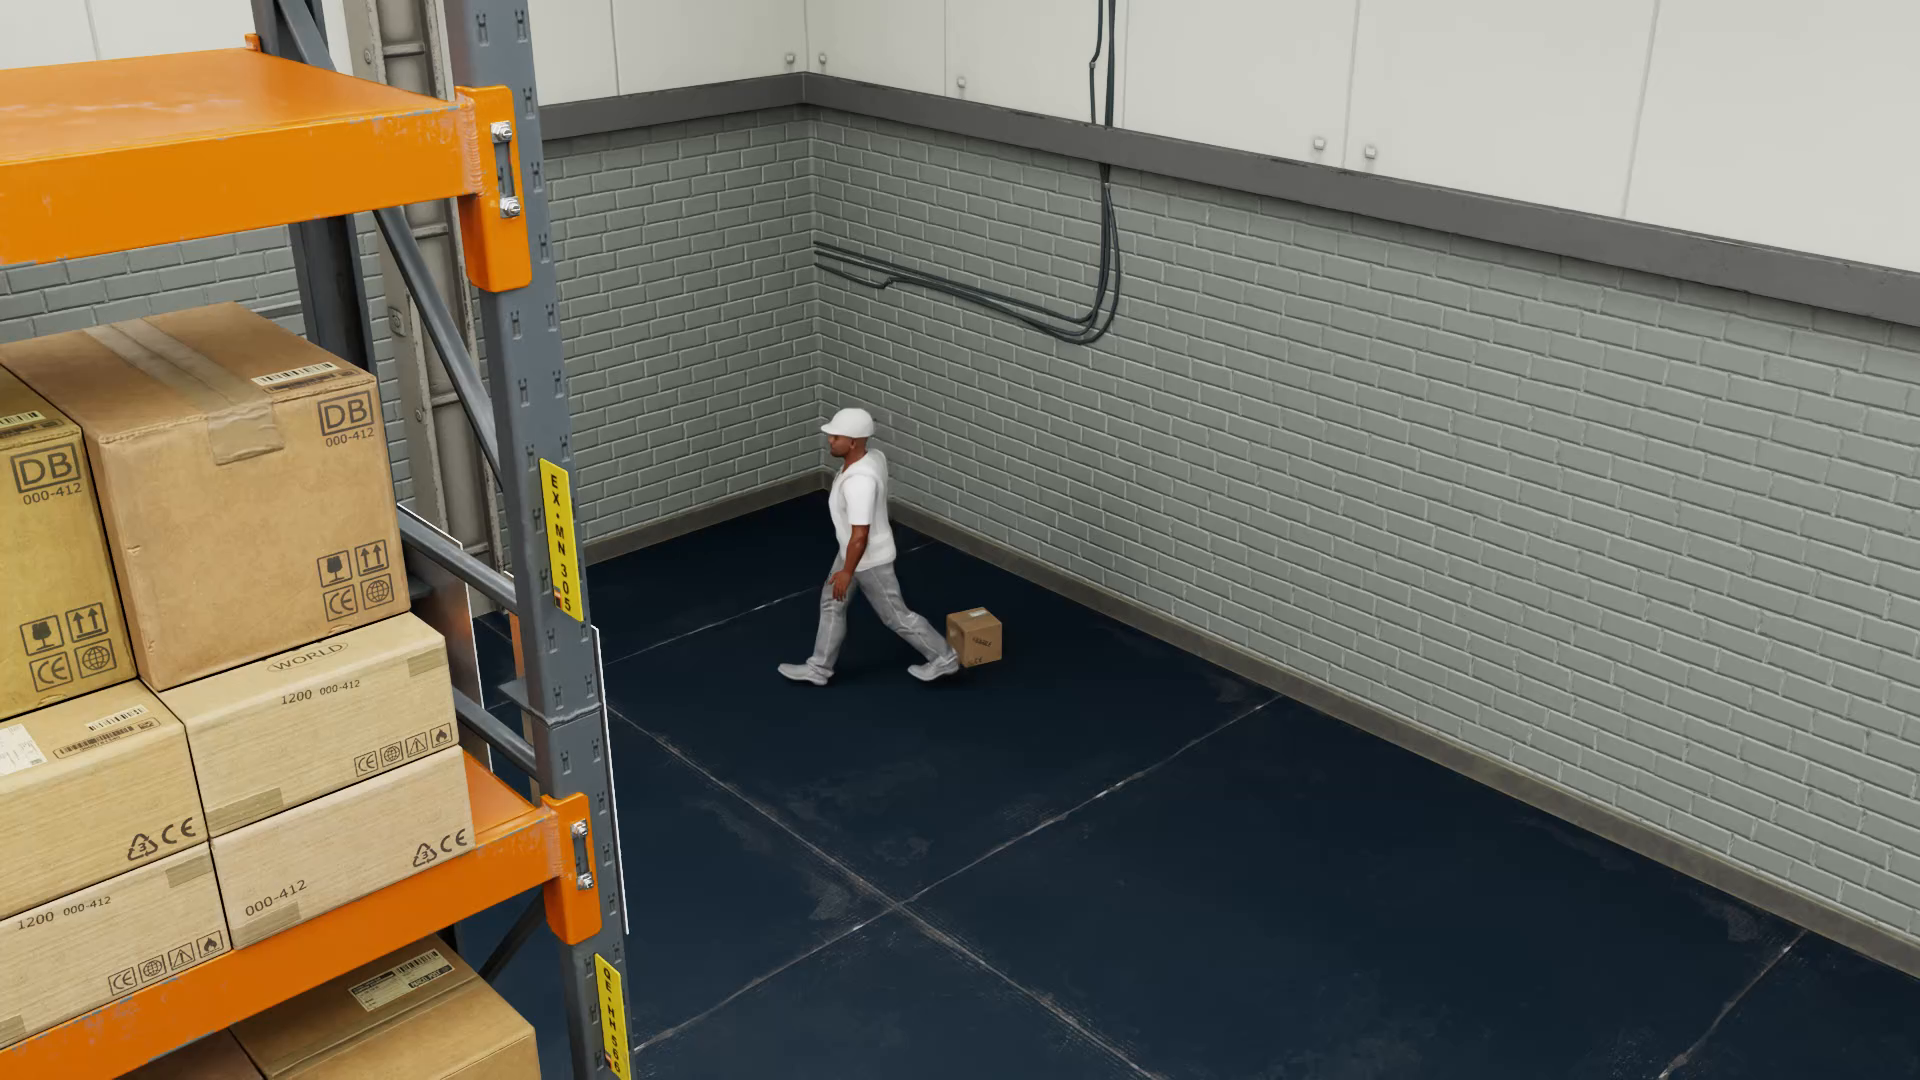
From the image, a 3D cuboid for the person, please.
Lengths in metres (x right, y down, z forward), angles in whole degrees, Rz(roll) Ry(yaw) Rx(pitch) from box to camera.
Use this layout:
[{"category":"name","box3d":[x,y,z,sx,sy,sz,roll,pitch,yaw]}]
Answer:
[{"category":"person","box3d":[-0.535,0.075,9.435,1.064,1.720,0.599,-3,24,-6]}]
